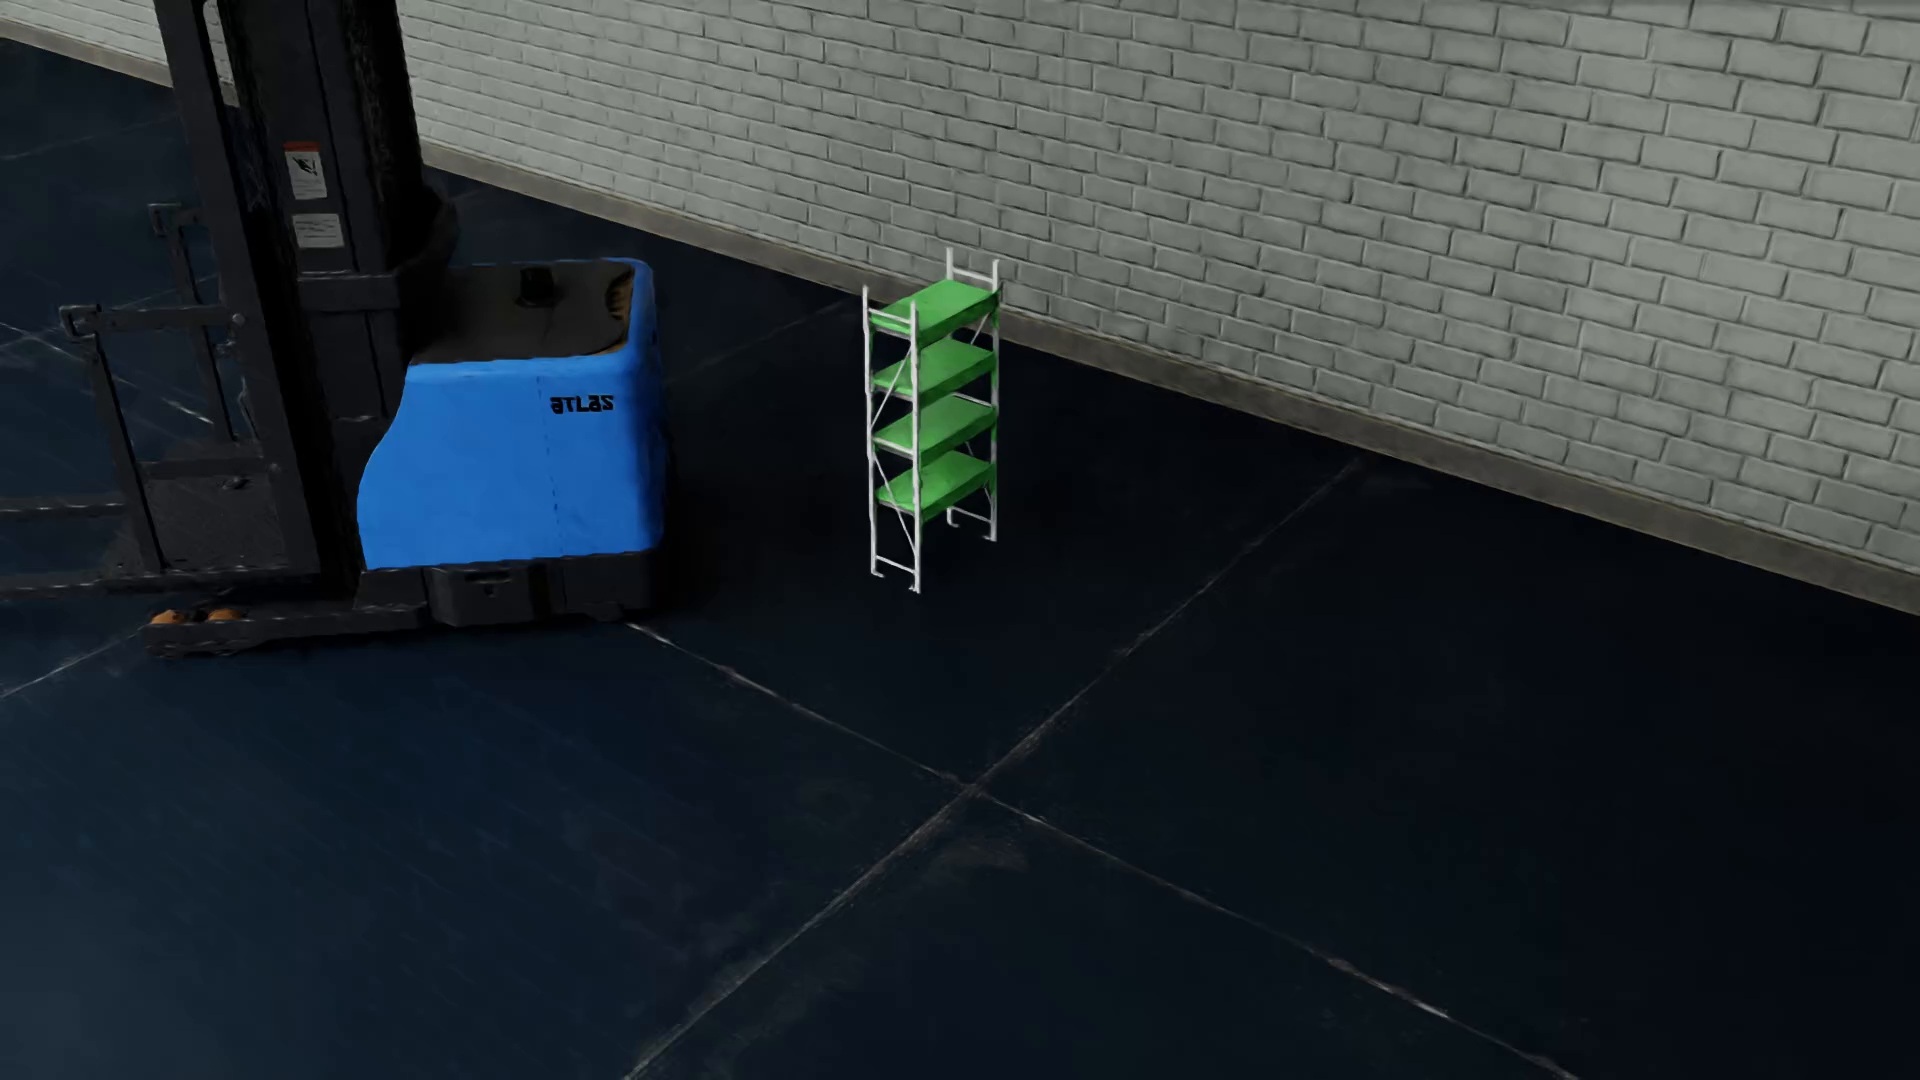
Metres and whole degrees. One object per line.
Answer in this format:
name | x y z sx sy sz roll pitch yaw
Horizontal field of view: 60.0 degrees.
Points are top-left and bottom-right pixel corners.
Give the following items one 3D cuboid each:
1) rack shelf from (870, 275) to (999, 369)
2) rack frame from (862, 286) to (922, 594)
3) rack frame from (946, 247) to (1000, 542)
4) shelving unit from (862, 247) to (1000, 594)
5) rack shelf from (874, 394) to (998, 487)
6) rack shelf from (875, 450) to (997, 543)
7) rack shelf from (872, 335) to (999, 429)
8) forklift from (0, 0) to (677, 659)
rack shelf | -0.100 -0.807 6.118 0.258 0.148 0.480 21 37 31
rack frame | -0.247 -0.350 6.163 0.240 1.200 0.015 21 37 31
rack frame | 0.047 -0.548 6.498 0.240 1.200 0.015 21 37 31
shelving unit | -0.100 -0.449 6.331 0.258 1.200 0.503 21 37 31
rack shelf | -0.100 -0.394 6.363 0.258 0.148 0.480 21 37 31
rack shelf | -0.100 -0.187 6.486 0.258 0.148 0.480 21 37 31
rack shelf | -0.100 -0.600 6.241 0.258 0.148 0.480 21 37 31
forklift | -2.641 -1.117 5.760 3.031 2.935 1.130 -4 31 -6
